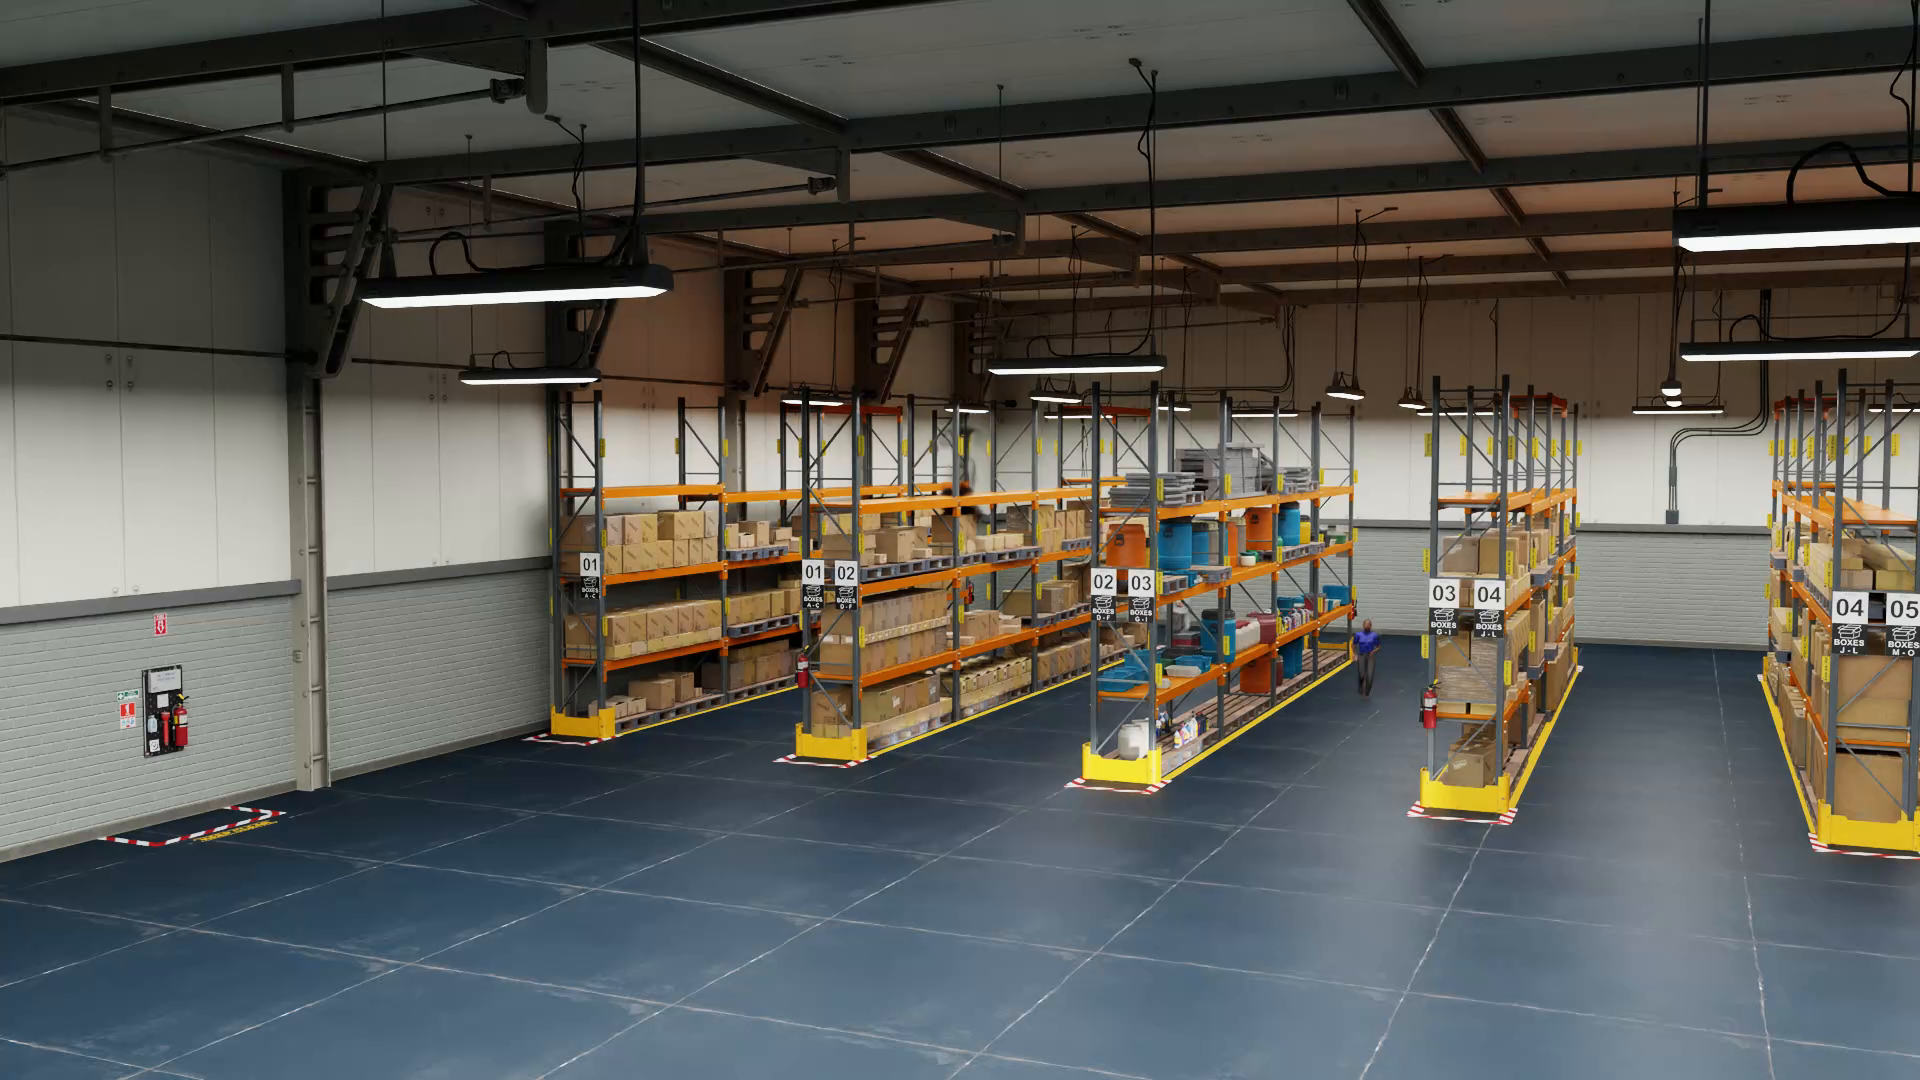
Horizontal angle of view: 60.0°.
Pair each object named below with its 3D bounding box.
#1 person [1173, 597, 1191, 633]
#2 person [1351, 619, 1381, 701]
[{"bbox_3d":[5.531,1.830,41.730,0.686,1.786,0.864,-2,4,-29],"label":"person"},{"bbox_3d":[8.058,2.379,32.988,0.569,1.617,0.553,1,3,11],"label":"person"}]
